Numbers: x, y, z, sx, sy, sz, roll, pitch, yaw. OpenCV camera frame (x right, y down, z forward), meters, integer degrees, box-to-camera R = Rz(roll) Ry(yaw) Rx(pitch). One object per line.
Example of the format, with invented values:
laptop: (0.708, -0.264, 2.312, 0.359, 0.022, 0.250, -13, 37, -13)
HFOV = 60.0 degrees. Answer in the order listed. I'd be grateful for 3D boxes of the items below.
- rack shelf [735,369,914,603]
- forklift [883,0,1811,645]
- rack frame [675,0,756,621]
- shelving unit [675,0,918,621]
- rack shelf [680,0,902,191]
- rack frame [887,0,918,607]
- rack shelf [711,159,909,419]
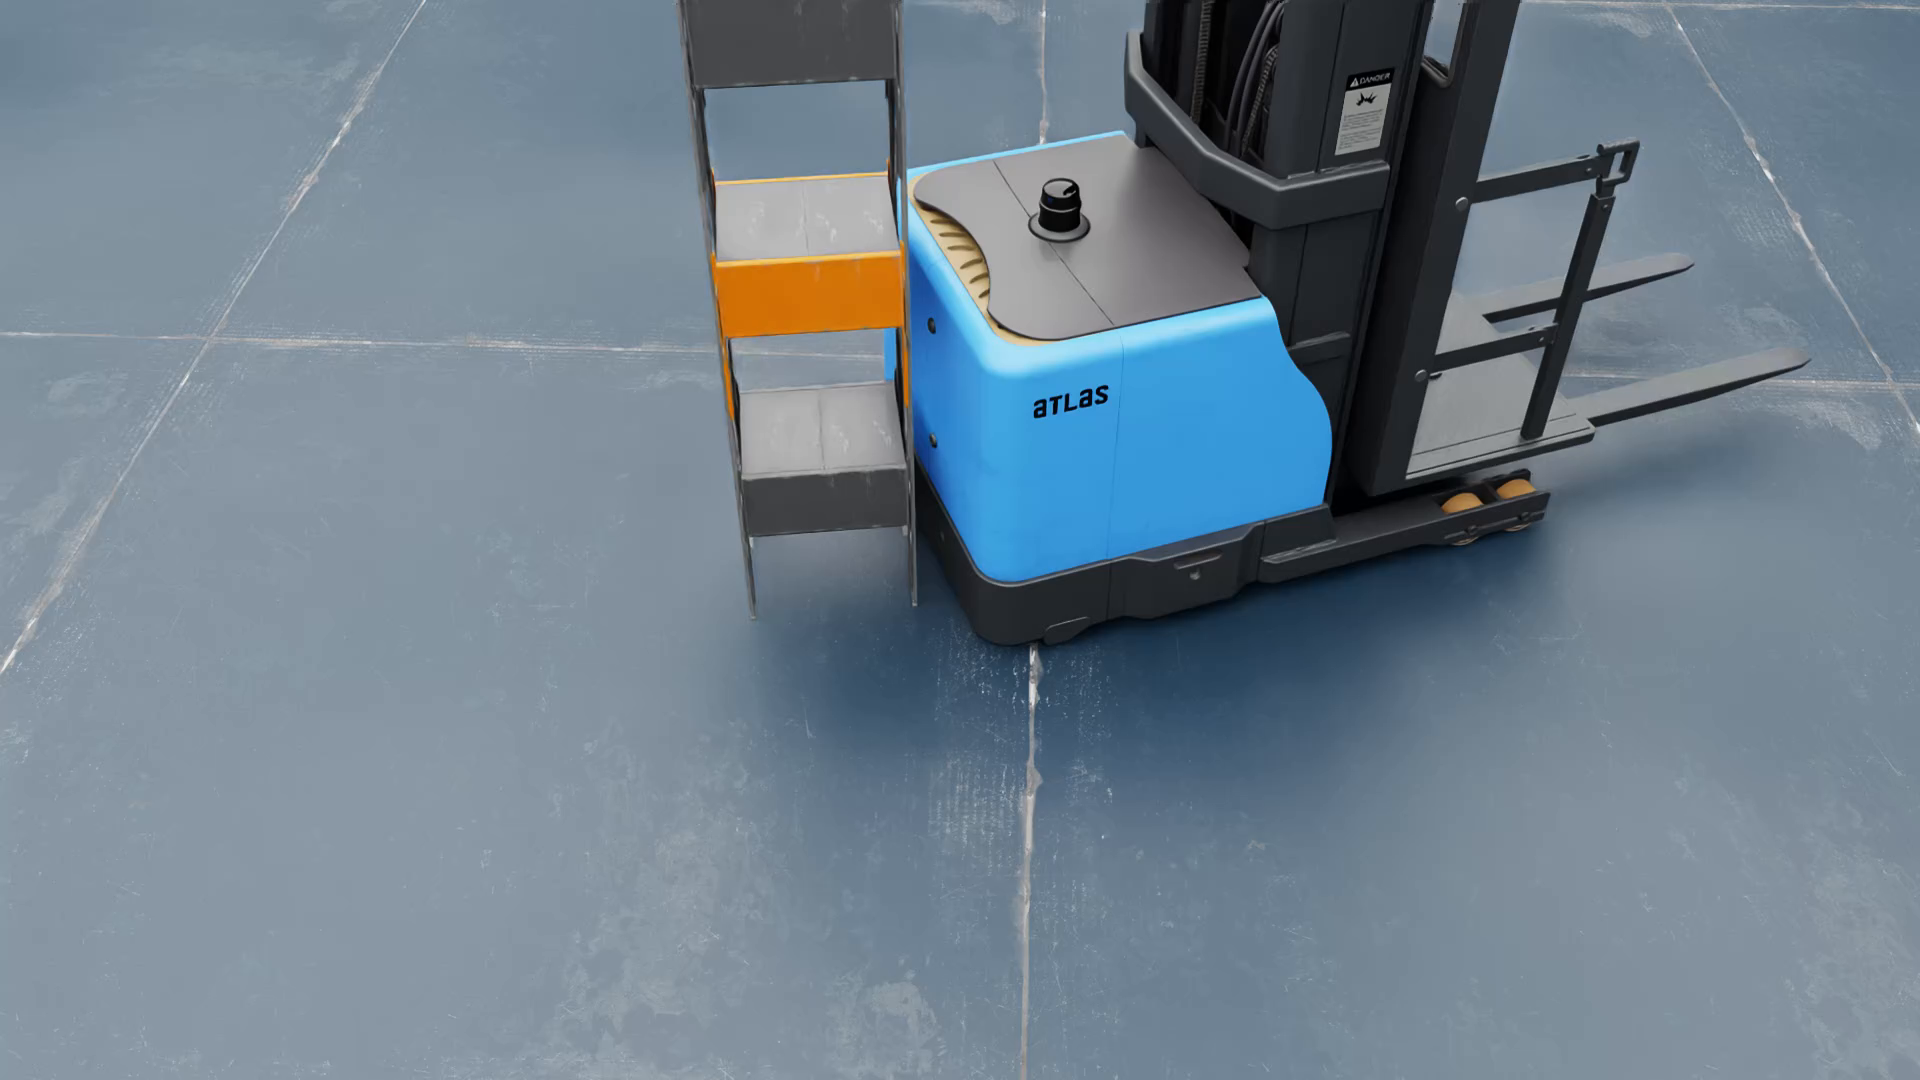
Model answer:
rack shelf: (-0.401, -0.159, 4.928, 0.480, 0.518, 0.431, -4, 43, -5)
forklift: (1.322, -1.381, 4.583, 3.031, 2.935, 1.130, -14, 45, -14)
rack frame: (-0.643, -0.662, 4.421, 0.015, 2.100, 0.400, -4, 43, -5)
shelving unit: (-0.401, -0.681, 4.441, 0.503, 2.100, 0.431, -4, 43, -5)
rack shelf: (-0.401, -1.184, 3.973, 0.480, 0.518, 0.431, -4, 43, -5)
rack frame: (-0.158, -0.700, 4.461, 0.015, 2.100, 0.400, -4, 43, -5)
rack shelf: (-0.401, -0.671, 4.450, 0.480, 0.518, 0.431, -4, 43, -5)
